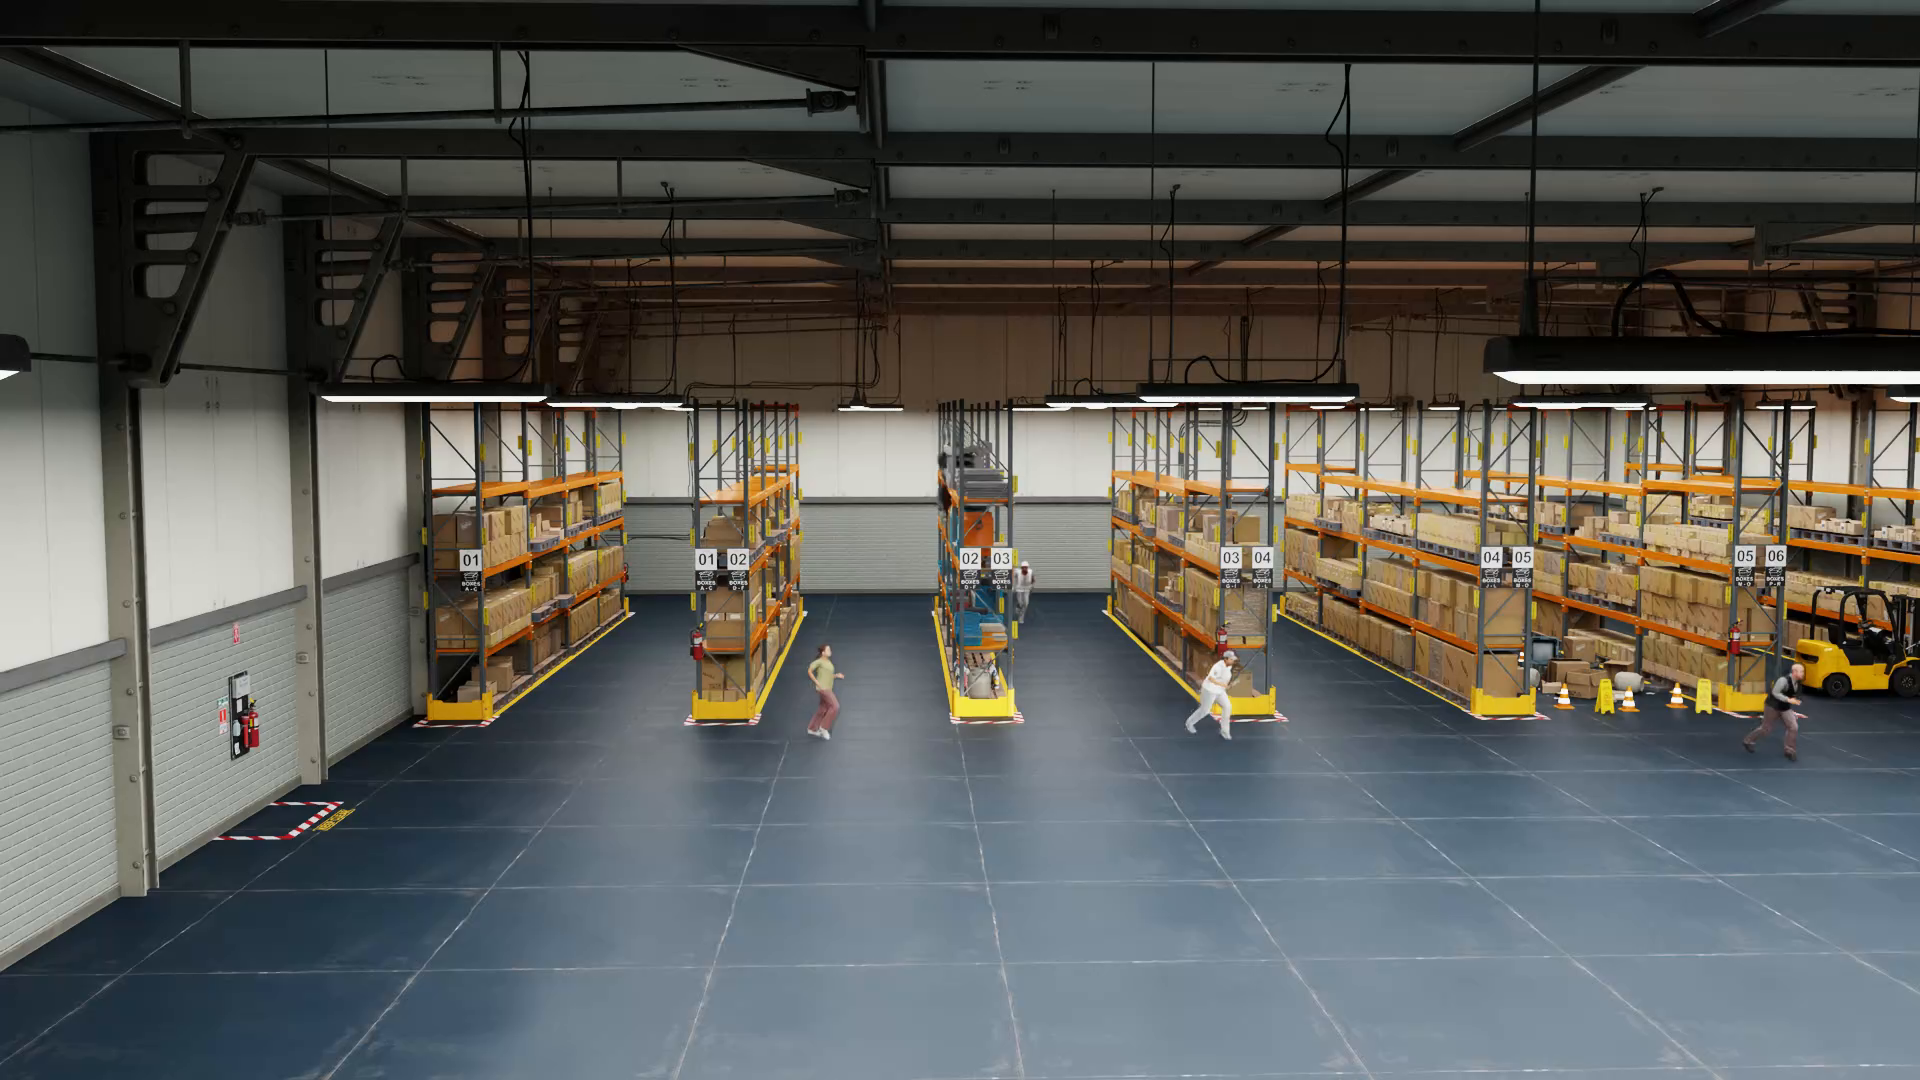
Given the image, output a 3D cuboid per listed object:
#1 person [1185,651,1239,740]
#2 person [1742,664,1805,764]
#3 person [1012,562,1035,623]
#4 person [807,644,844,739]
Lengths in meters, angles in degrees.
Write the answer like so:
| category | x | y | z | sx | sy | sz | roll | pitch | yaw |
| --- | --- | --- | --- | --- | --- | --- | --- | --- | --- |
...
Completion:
| category | x | y | z | sx | sy | sz | roll | pitch | yaw |
| --- | --- | --- | --- | --- | --- | --- | --- | --- | --- |
| person | 4.461 | 2.732 | 29.419 | 1.033 | 1.627 | 0.649 | 3 | 5 | 38 |
| person | 13.491 | 2.840 | 27.543 | 0.701 | 1.682 | 0.975 | -3 | 5 | -37 |
| person | 1.718 | 1.426 | 45.586 | 0.674 | 1.704 | 0.756 | -1 | 5 | -17 |
| person | -2.386 | 2.667 | 29.359 | 0.677 | 1.684 | 0.555 | 1 | 4 | 15 |
